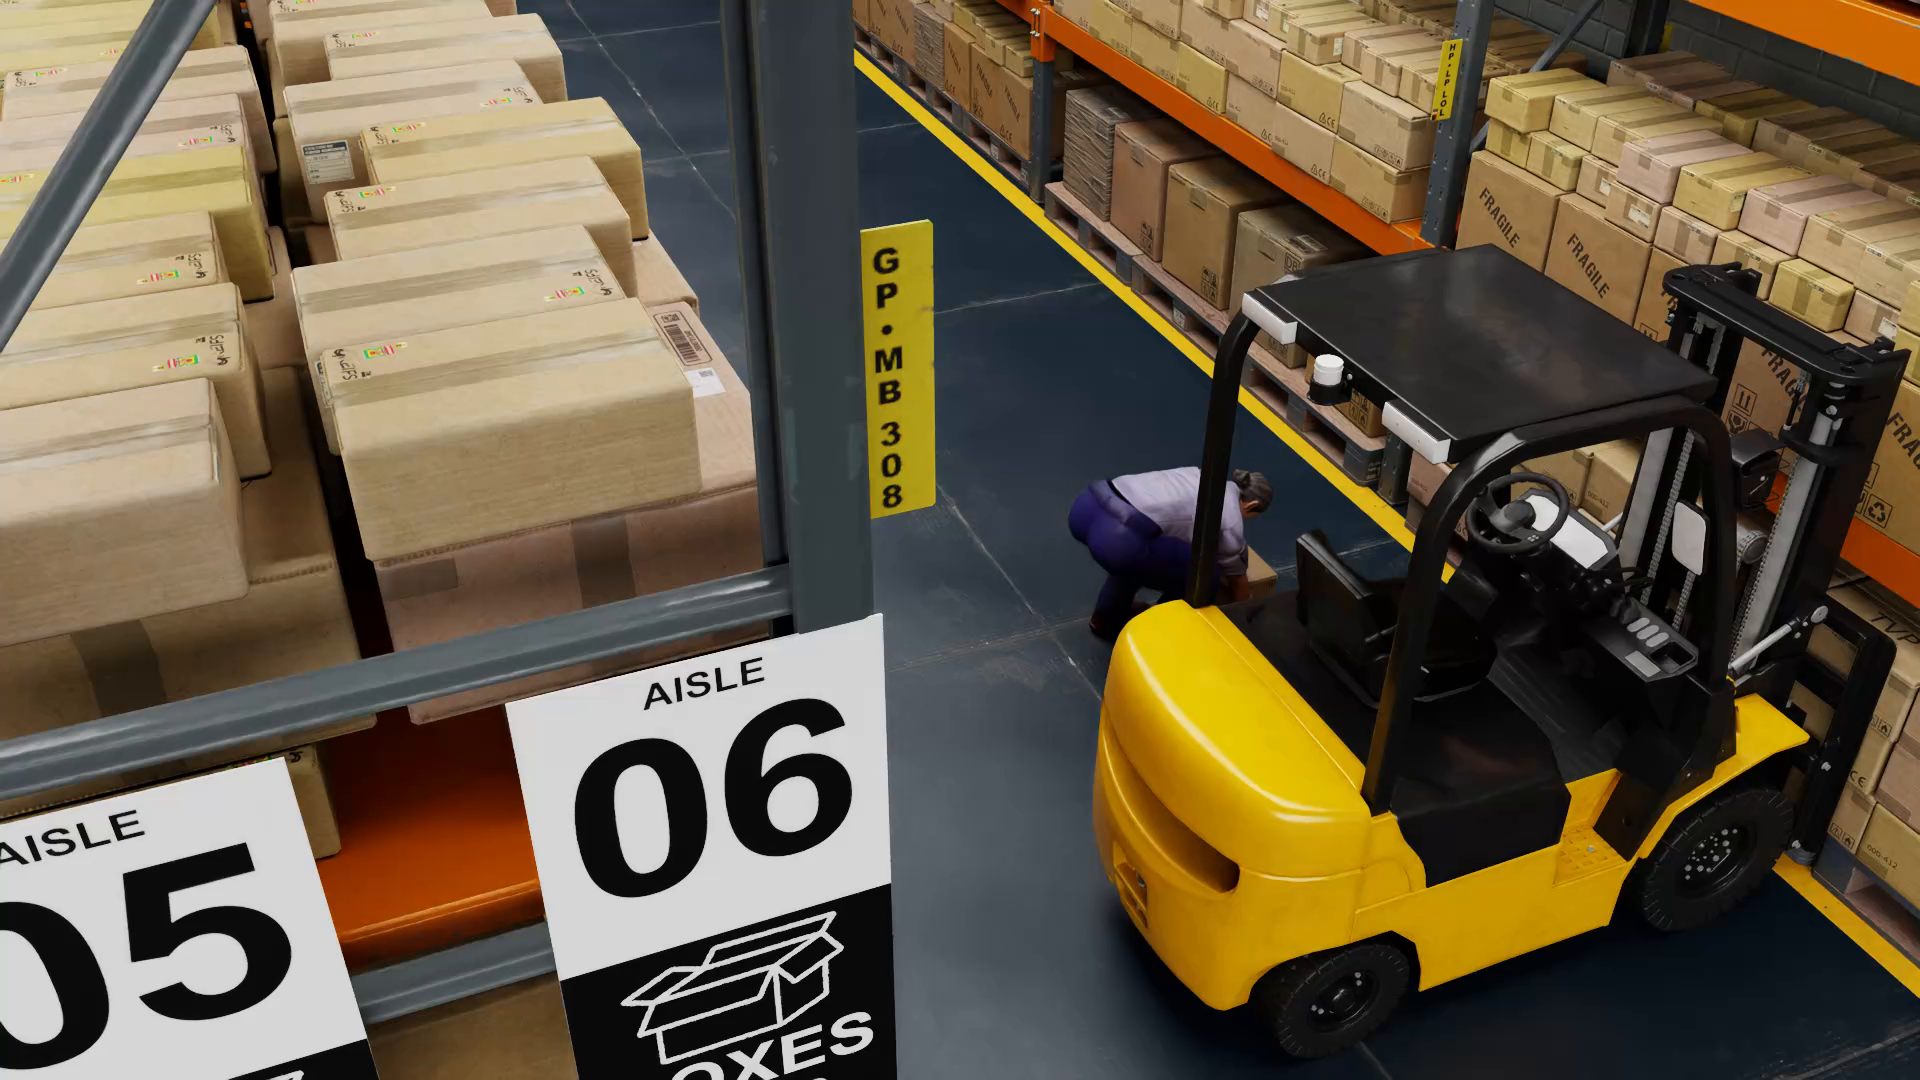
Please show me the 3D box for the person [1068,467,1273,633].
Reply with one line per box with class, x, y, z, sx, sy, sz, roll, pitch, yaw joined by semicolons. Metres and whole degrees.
person;0.878;0.062;6.836;0.903;0.807;0.523;-15;36;-21
